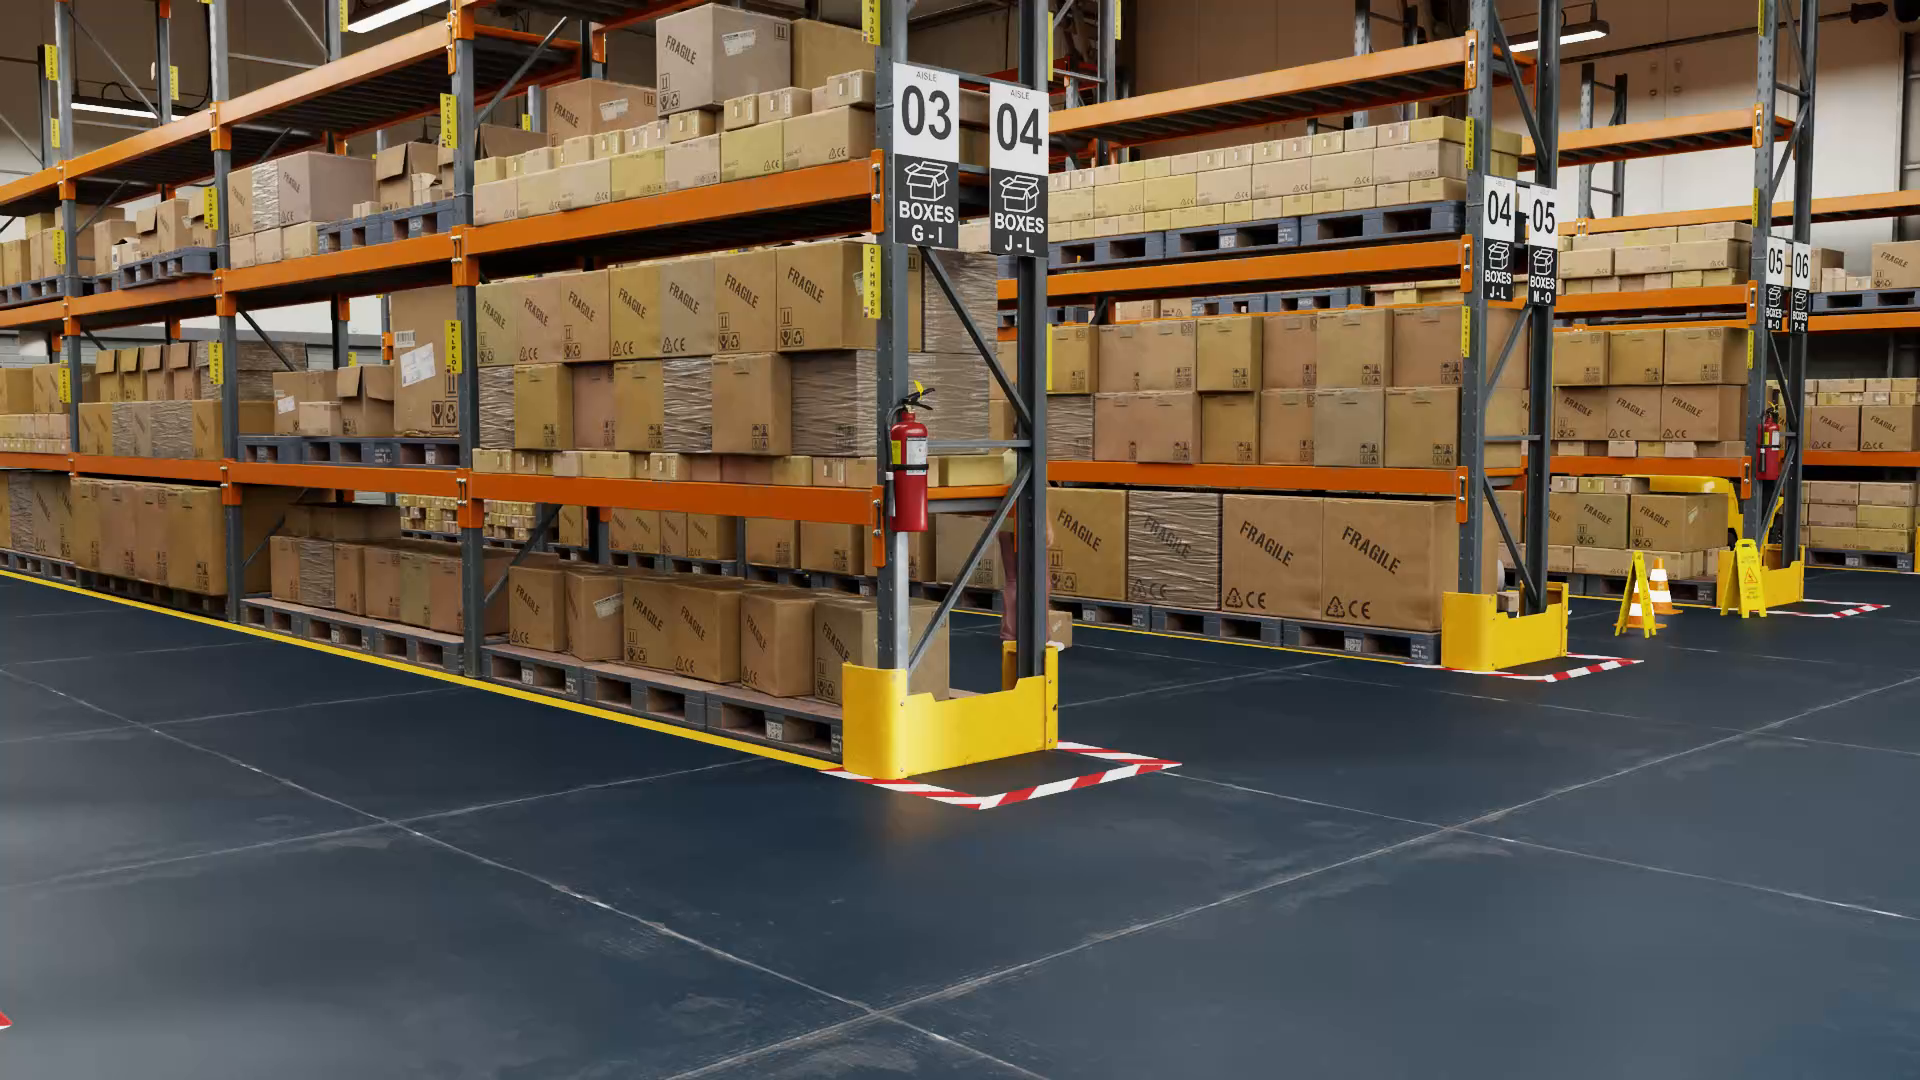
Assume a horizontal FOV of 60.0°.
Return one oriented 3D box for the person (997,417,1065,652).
[{"bbox_3d":[0.455,-0.052,11.742,0.518,1.673,0.358,4,6,43],"label":"person"}]
